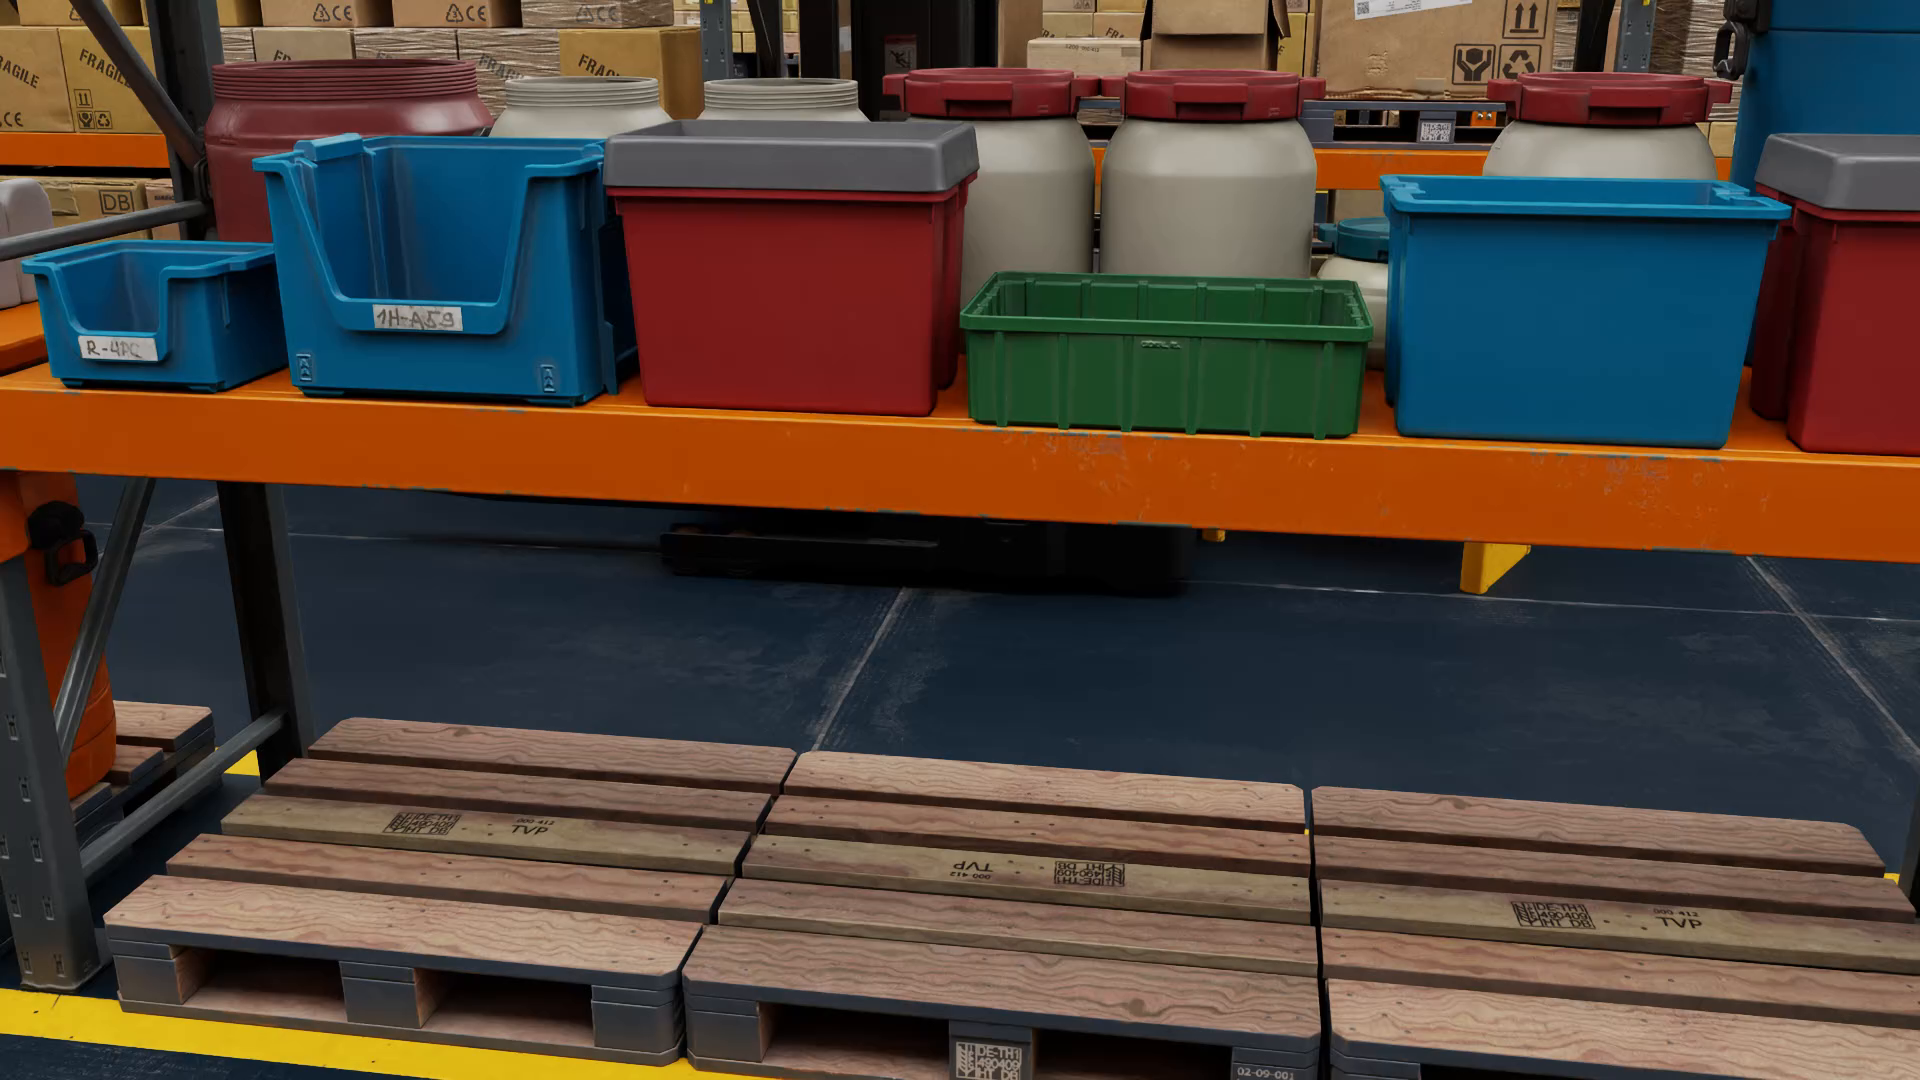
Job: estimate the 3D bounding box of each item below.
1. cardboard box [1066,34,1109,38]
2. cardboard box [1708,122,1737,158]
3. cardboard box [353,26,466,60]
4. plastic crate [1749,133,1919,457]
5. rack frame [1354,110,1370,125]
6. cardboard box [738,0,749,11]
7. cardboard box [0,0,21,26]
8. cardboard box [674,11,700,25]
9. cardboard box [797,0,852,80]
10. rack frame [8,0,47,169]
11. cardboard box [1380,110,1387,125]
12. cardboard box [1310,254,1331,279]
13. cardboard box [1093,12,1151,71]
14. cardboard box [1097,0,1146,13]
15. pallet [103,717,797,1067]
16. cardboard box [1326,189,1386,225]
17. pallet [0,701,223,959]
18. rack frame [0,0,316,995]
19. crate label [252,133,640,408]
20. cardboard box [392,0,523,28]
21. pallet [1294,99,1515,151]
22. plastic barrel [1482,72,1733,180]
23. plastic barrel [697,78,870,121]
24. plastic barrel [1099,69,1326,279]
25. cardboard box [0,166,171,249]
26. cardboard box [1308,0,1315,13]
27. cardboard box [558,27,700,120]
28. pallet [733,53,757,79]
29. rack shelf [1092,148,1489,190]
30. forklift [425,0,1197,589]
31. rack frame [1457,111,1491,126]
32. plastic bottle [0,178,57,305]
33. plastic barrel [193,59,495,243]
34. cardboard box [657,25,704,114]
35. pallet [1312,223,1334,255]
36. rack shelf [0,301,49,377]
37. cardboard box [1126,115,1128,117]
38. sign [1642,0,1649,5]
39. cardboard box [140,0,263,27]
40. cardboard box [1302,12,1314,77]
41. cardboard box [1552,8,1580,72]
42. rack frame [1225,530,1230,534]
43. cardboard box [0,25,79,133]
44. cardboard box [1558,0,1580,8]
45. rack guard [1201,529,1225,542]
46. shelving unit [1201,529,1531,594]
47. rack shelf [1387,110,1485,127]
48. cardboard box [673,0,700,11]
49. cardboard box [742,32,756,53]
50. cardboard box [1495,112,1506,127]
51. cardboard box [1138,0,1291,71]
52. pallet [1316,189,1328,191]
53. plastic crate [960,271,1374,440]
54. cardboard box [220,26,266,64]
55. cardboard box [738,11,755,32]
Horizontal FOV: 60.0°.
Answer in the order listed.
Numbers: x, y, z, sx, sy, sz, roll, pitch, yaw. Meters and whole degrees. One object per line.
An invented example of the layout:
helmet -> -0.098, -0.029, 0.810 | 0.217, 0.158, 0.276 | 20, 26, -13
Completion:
cardboard box -> 0.649, -2.321, 8.063 | 0.258, 0.266, 0.396 | 2, 19, 7
cardboard box -> 3.318, -1.743, 7.180 | 0.250, 0.149, 0.380 | 3, 19, 9
cardboard box -> -2.571, -2.232, 8.088 | 0.500, 0.500, 0.500 | 2, 19, 7
plastic crate -> 1.597, -0.391, 2.643 | 0.583, 0.464, 0.402 | 3, 19, 9
rack frame -> 5.265, -6.644, 21.431 | 0.127, 3.000, 1.000 | 3, 19, 9
cardboard box -> -1.481, -4.016, 12.374 | 0.250, 0.149, 0.380 | 3, 19, 10
cardboard box -> -5.422, -2.916, 8.877 | 0.500, 0.500, 0.500 | 3, 19, 9
cardboard box -> -1.988, -3.901, 12.501 | 0.250, 0.149, 0.380 | 3, 19, 10
cardboard box -> -0.501, -2.417, 7.980 | 0.500, 0.500, 0.500 | 1, 19, 2
rack frame -> -4.990, -2.386, 8.708 | 0.127, 3.000, 1.000 | 3, 19, 9
cardboard box -> 5.690, -5.411, 21.418 | 0.500, 0.250, 0.500 | 3, 19, 9
cardboard box -> 1.838, -1.074, 8.033 | 0.500, 0.500, 0.700 | 3, 19, 8
cardboard box -> 1.247, -3.624, 12.249 | 0.500, 0.500, 0.500 | 3, 19, 9
cardboard box -> 1.294, -4.179, 12.334 | 0.500, 0.500, 0.700 | 3, 19, 8
pallet -> -1.067, 0.740, 3.758 | 1.213, 0.211, 1.003 | 3, 19, 9
cardboard box -> 3.168, -2.668, 12.433 | 0.750, 0.750, 1.050 | 3, 19, 8
pallet -> -2.611, 0.662, 3.990 | 1.213, 0.211, 1.003 | 3, 19, 9
rack frame -> -1.826, -0.633, 3.468 | 0.127, 3.000, 1.000 | 3, 19, 9
crate label -> -0.888, -0.515, 3.060 | 0.616, 0.435, 0.502 | 3, 19, 9
cardboard box -> -2.403, -2.784, 8.157 | 0.637, 0.503, 0.797 | 3, 19, 10
pallet -> 2.177, -1.977, 7.786 | 1.213, 0.211, 1.003 | 3, 19, 9
plastic barrel -> 1.214, -0.613, 3.194 | 0.433, 0.535, 0.433 | 0, 18, 0
plastic barrel -> -0.361, -0.680, 3.433 | 0.421, 0.512, 0.421 | 0, 18, 0
plastic barrel -> 0.489, -0.650, 3.305 | 0.433, 0.535, 0.433 | 0, 18, 0
cardboard box -> -4.355, -1.552, 8.901 | 0.875, 0.875, 1.225 | 3, 19, 9
cardboard box -> 2.796, -4.102, 12.103 | 0.500, 0.500, 0.700 | 3, 19, 8
cardboard box -> -1.567, -2.180, 7.932 | 0.500, 0.500, 0.500 | 4, 19, 10
pallet -> -2.115, -3.730, 13.025 | 1.213, 0.211, 1.003 | 3, 19, 9
rack shelf -> 0.934, -1.743, 7.919 | 4.000, 0.370, 1.077 | 3, 19, 9
forklift -> -0.622, -1.422, 5.933 | 3.031, 2.935, 1.130 | 3, 19, 9
rack frame -> 3.796, -3.532, 12.133 | 0.127, 3.000, 1.000 | 3, 19, 9
plastic bottle -> -2.202, -0.697, 3.856 | 0.135, 0.276, 0.152 | 3, 19, 9
plastic barrel -> -1.320, -0.769, 3.661 | 0.708, 0.536, 0.600 | 3, 19, 9
cardboard box -> -1.477, -2.342, 8.418 | 0.500, 0.500, 0.500 | 3, 19, 10
pallet -> 3.022, -2.225, 12.621 | 1.213, 0.211, 1.003 | 3, 19, 9
rack shelf -> -3.801, -0.393, 3.883 | 4.000, 0.370, 1.077 | 3, 19, 9
cardboard box -> 2.575, -5.852, 22.146 | 0.625, 0.625, 0.875 | 4, 19, 10
sign -> 2.825, -2.359, 6.800 | 0.005, 0.325, 0.100 | 3, 19, 9
cardboard box -> -3.682, -2.842, 8.330 | 0.637, 0.503, 0.797 | 3, 19, 9
cardboard box -> 2.739, -3.548, 12.022 | 0.500, 0.500, 0.500 | 3, 19, 8
cardboard box -> 4.162, -3.589, 12.065 | 0.550, 0.550, 0.875 | 3, 19, 9
rack frame -> 1.108, -0.784, 6.284 | 0.032, 1.500, 0.500 | 12, 22, 32
cardboard box -> -4.575, -2.332, 8.389 | 0.500, 0.500, 0.500 | 3, 19, 9
cardboard box -> 4.154, -4.086, 11.850 | 0.550, 0.550, 0.875 | 3, 19, 9
rack guard -> 1.109, -0.192, 6.481 | 0.087, 0.250, 0.587 | 12, 22, 32
shelving unit -> 1.519, -0.695, 6.016 | 1.083, 1.500, 0.587 | 12, 22, 32
rack shelf -> 1.821, -3.292, 12.548 | 4.000, 0.370, 1.077 | 3, 19, 9
cardboard box -> -1.987, -4.043, 12.455 | 0.250, 0.149, 0.380 | 4, 19, 11
cardboard box -> -1.458, -3.734, 12.470 | 0.250, 0.149, 0.380 | 3, 19, 8
cardboard box -> 4.405, -2.670, 12.244 | 0.875, 0.875, 0.875 | 3, 19, 9
cardboard box -> 1.183, -2.290, 7.596 | 0.637, 0.503, 0.797 | 5, 19, 14
pallet -> 3.712, -3.805, 17.341 | 1.213, 0.211, 1.003 | 3, 19, 9
plastic crate -> 0.359, -0.331, 2.898 | 0.662, 0.188, 0.450 | 3, 19, 9
cardboard box -> -3.585, -2.282, 8.238 | 0.500, 0.500, 0.500 | 2, 19, 7
cardboard box -> -1.485, -3.875, 12.423 | 0.250, 0.149, 0.380 | 3, 19, 9
